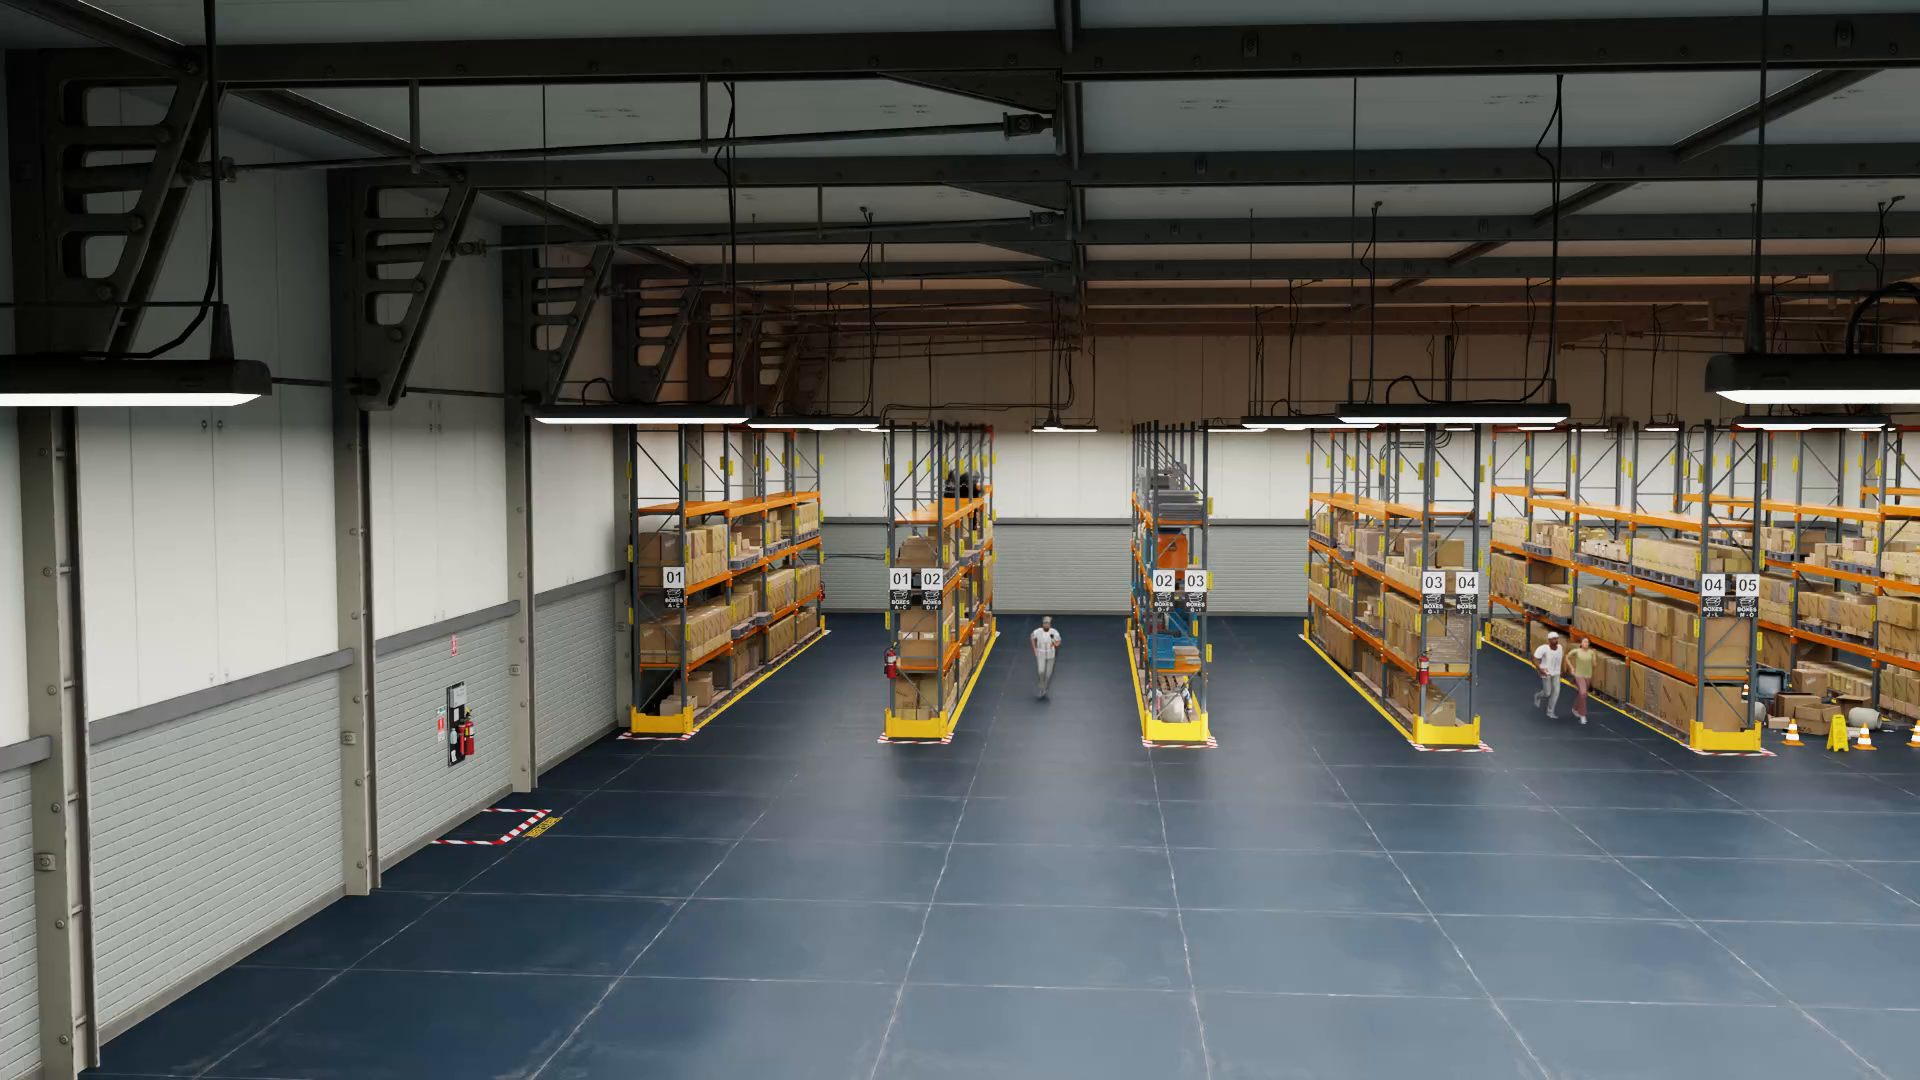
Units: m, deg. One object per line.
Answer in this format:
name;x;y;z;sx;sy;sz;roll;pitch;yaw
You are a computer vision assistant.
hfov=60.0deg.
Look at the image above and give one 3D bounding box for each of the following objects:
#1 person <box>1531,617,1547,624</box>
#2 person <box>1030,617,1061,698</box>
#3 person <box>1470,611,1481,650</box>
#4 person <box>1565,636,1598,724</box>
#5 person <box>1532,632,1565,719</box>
person;16.338;1.956;46.919;0.640;1.595;0.837;-3;5;-40
person;1.879;2.559;36.284;0.643;1.809;0.782;0;4;-4
person;12.504;2.311;40.753;0.589;1.667;0.807;0;4;2
person;12.469;2.781;33.315;0.562;1.729;0.762;0;4;-7
person;11.998;2.725;33.856;0.726;1.740;0.772;-1;4;-13
